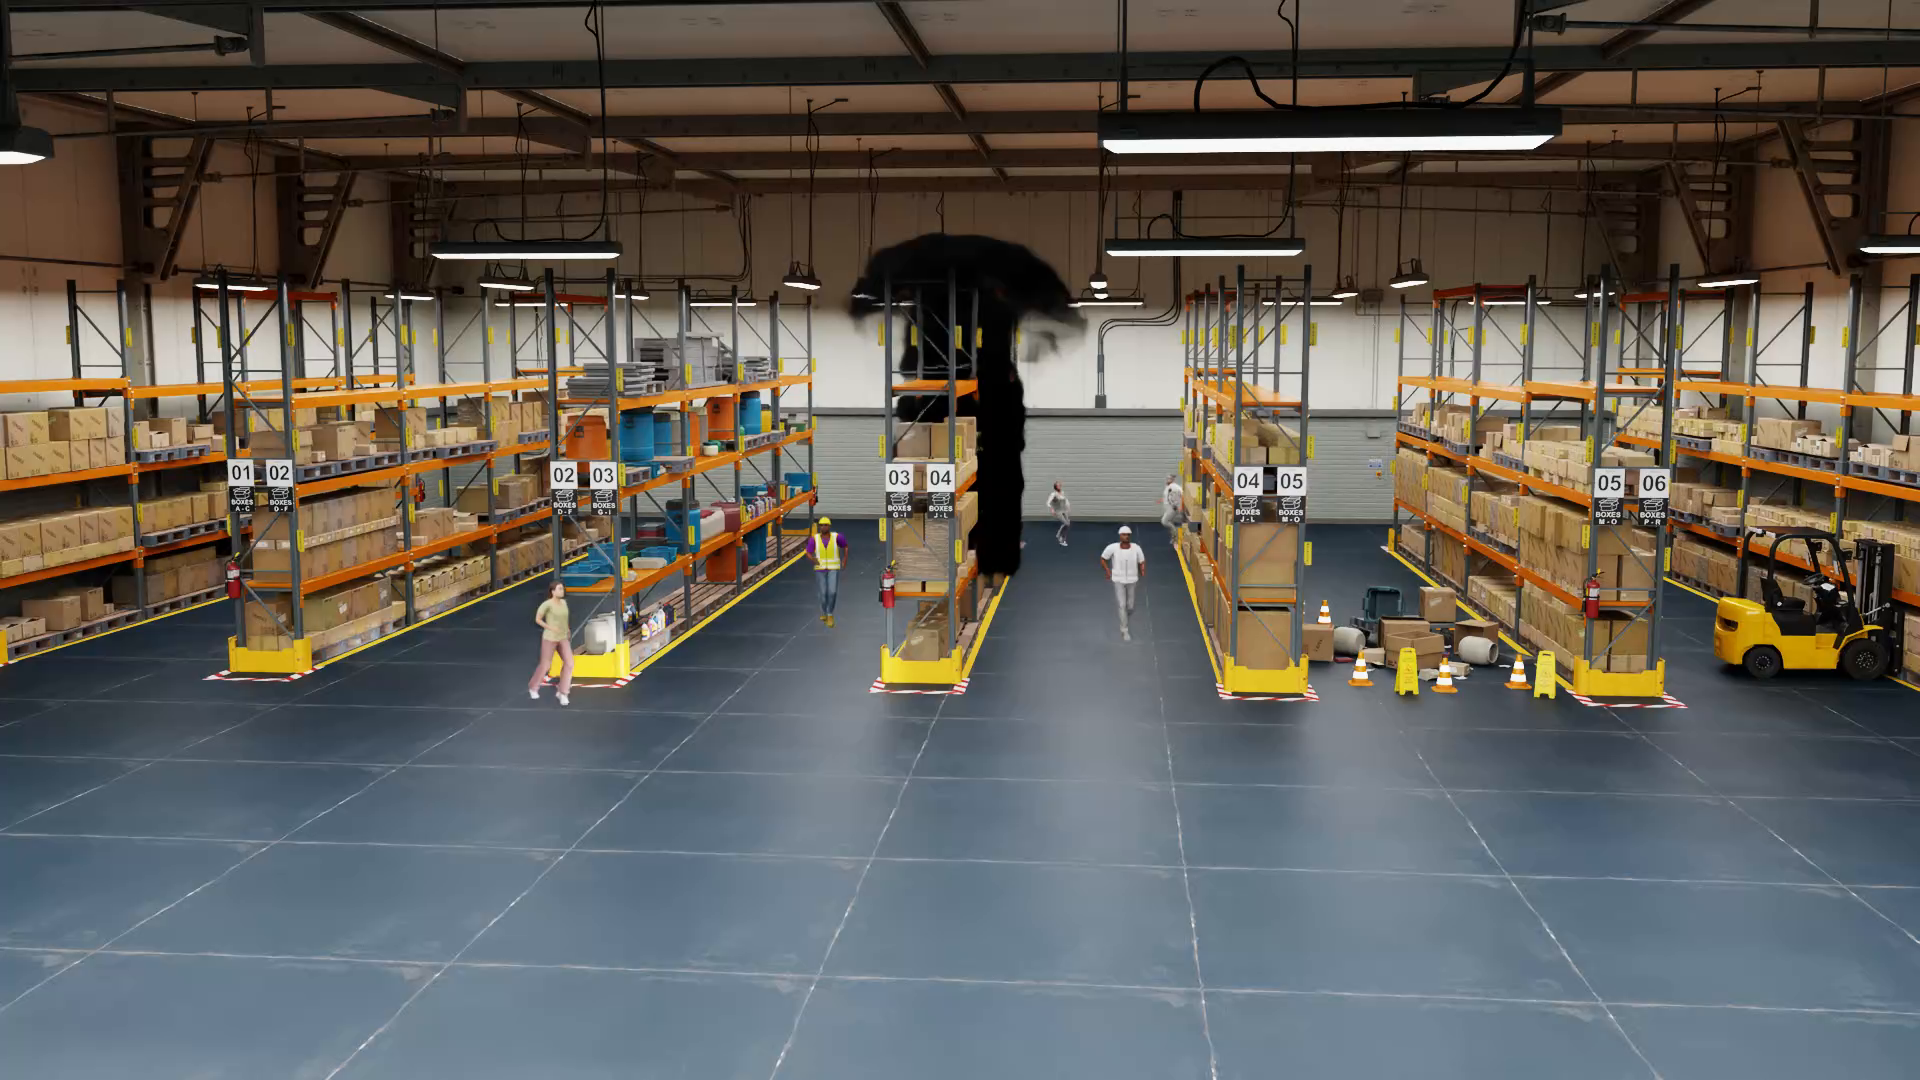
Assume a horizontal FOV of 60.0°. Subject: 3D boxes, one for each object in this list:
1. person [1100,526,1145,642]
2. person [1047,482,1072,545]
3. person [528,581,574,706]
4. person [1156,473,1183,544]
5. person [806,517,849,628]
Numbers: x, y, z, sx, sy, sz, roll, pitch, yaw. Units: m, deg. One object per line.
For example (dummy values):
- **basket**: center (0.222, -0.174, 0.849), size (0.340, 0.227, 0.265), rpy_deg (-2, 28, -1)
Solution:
- **person**: center (2.589, 0.669, 26.258), size (0.691, 1.777, 0.801), rpy_deg (-1, 7, -7)
- **person**: center (2.450, -0.624, 40.131), size (0.597, 1.546, 0.475), rpy_deg (-6, 9, -40)
- **person**: center (-5.588, 1.400, 22.964), size (0.789, 1.691, 0.625), rpy_deg (6, 9, 41)
- **person**: center (5.123, -0.772, 40.464), size (0.680, 1.740, 0.691), rpy_deg (-2, 7, -16)
- **person**: center (-2.204, 0.533, 27.526), size (0.699, 1.828, 0.667), rpy_deg (0, 7, 0)
